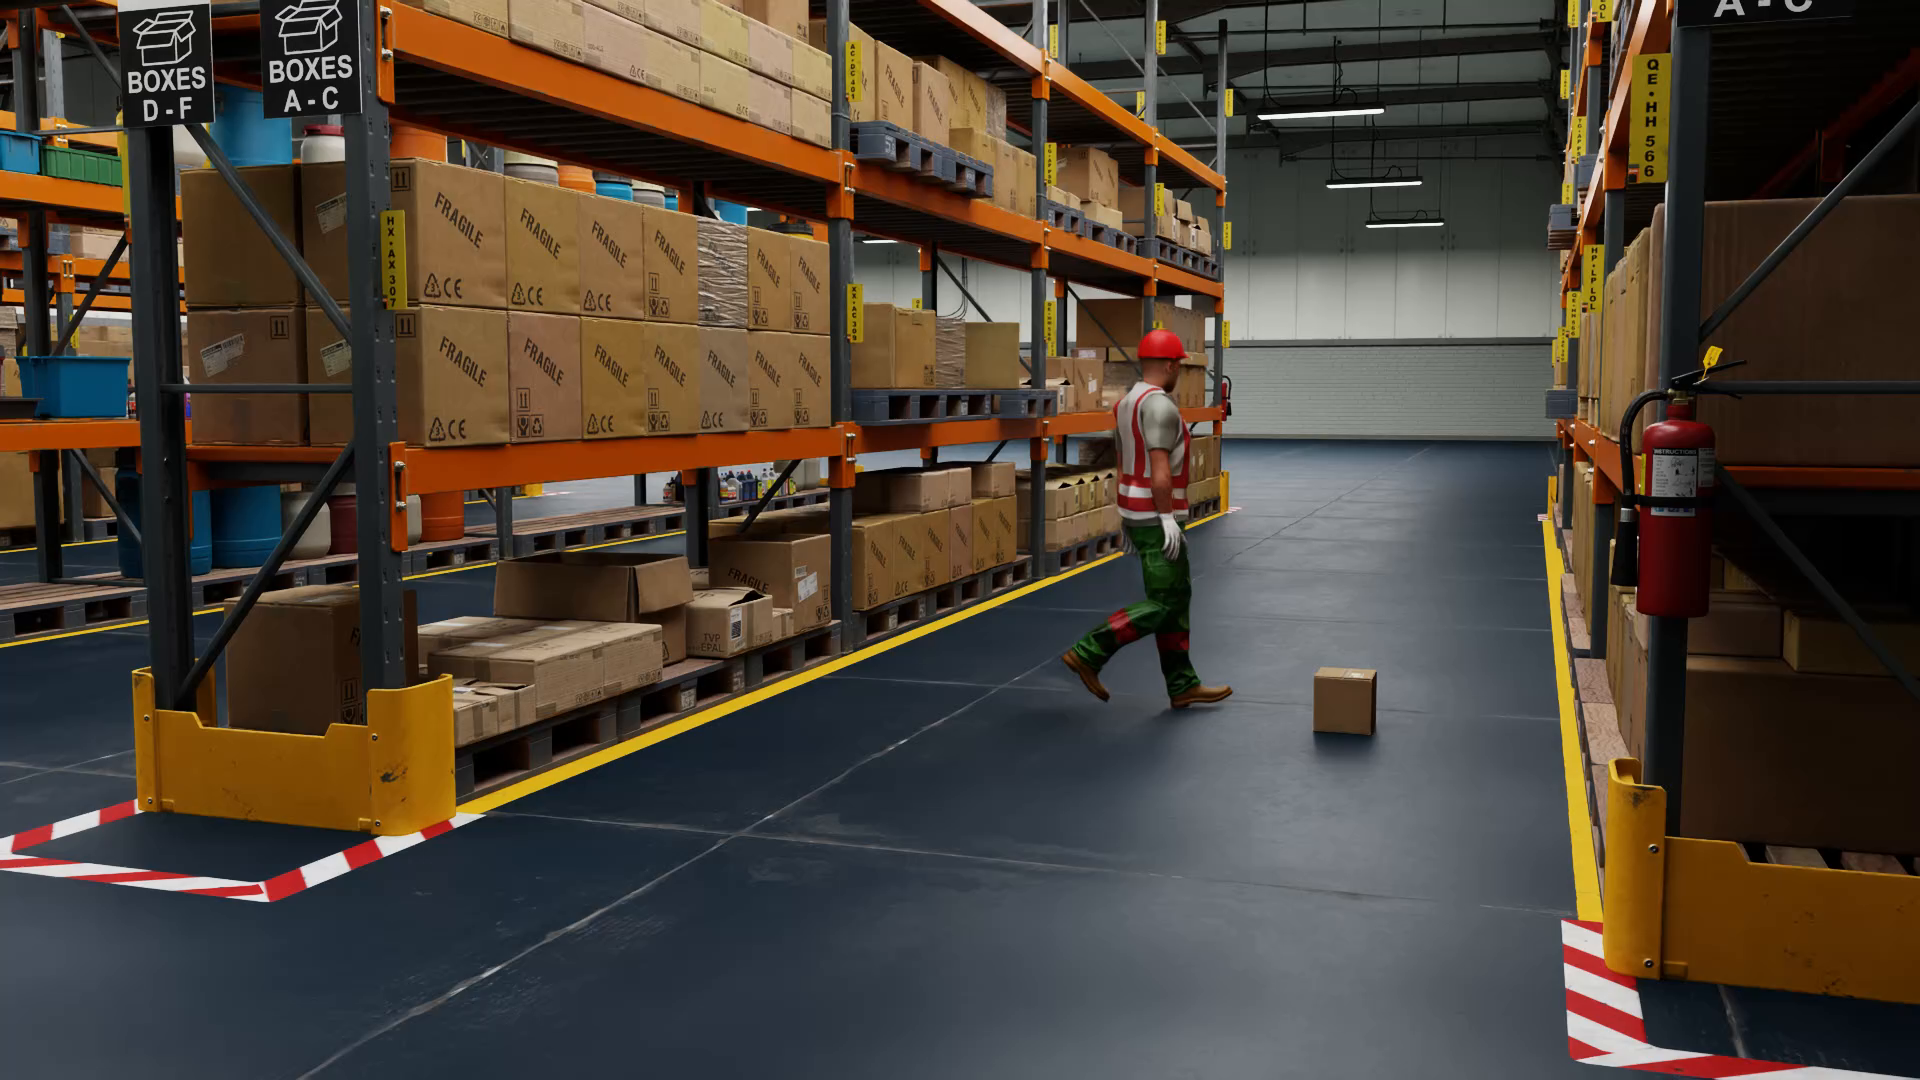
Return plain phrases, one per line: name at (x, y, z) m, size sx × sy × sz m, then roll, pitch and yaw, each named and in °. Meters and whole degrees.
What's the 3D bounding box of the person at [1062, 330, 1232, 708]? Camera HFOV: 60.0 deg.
person at (0.879, -0.083, 7.721) m, size 0.850 × 1.776 × 0.601 m, roll -1°, pitch 5°, yaw -6°
